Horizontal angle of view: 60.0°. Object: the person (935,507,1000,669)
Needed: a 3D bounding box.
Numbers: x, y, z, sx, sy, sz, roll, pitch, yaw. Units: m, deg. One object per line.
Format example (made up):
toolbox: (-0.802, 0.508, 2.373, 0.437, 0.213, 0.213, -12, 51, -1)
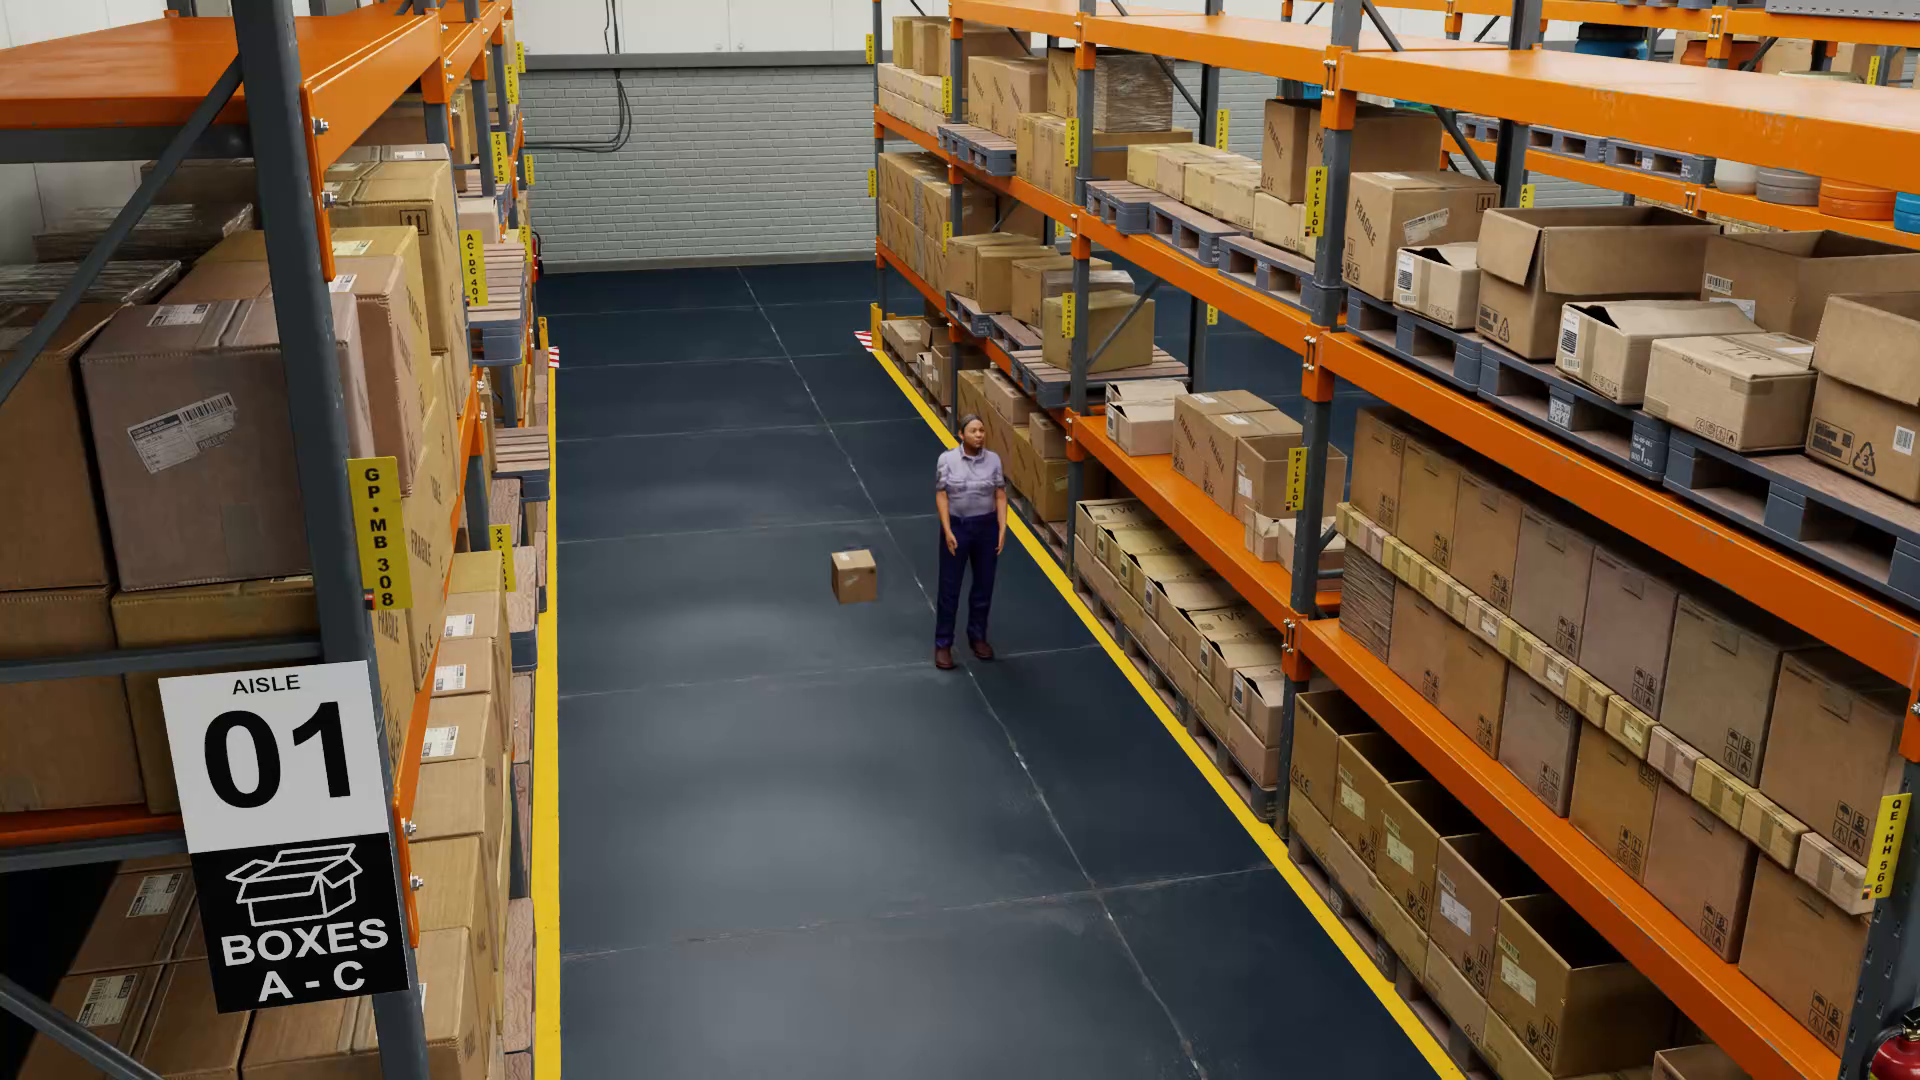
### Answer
person: (0.046, 0.293, 11.179, 0.504, 1.028, 0.480, -5, 20, -13)
